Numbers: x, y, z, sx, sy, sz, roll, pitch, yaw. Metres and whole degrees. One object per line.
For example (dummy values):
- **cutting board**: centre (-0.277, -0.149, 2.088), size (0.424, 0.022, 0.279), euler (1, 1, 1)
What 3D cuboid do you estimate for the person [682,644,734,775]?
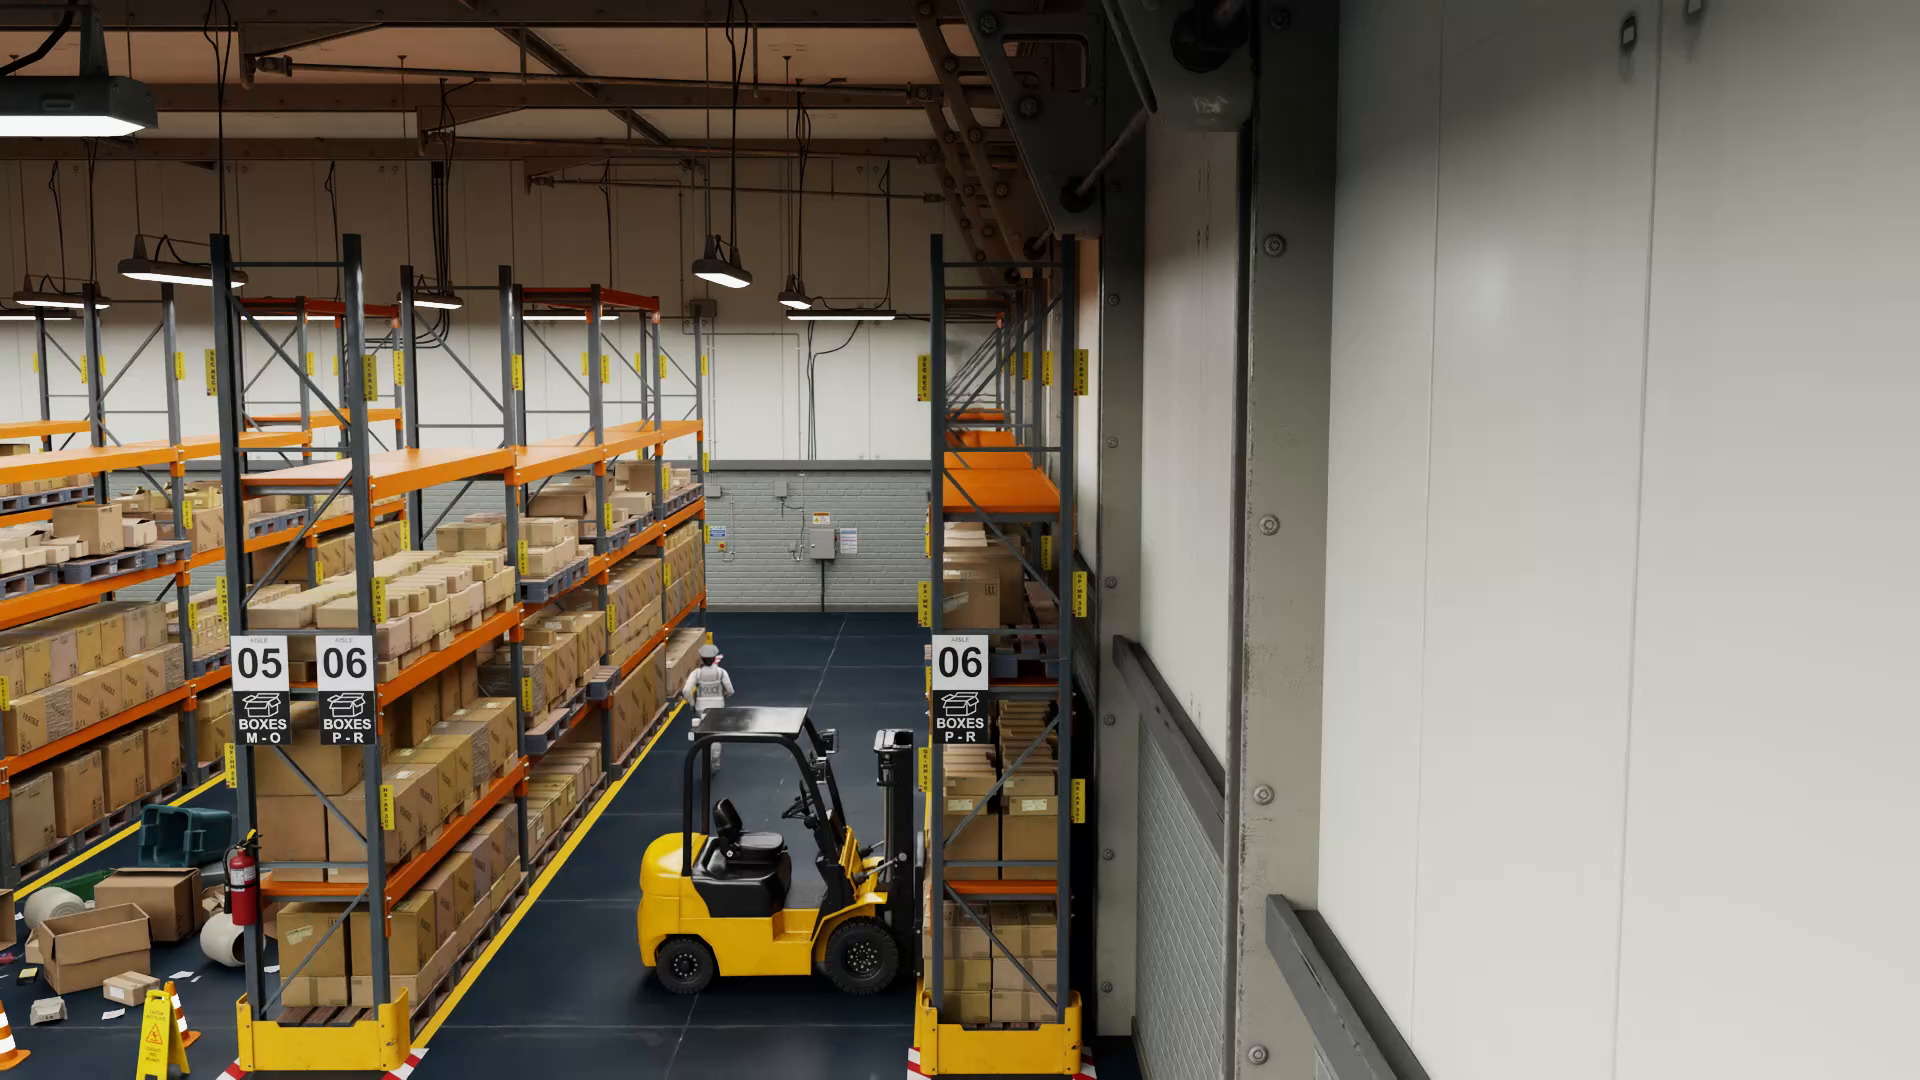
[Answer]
- **person**: centre (-3.066, 2.124, 20.296), size (0.627, 1.700, 0.760), euler (-1, 6, -8)
